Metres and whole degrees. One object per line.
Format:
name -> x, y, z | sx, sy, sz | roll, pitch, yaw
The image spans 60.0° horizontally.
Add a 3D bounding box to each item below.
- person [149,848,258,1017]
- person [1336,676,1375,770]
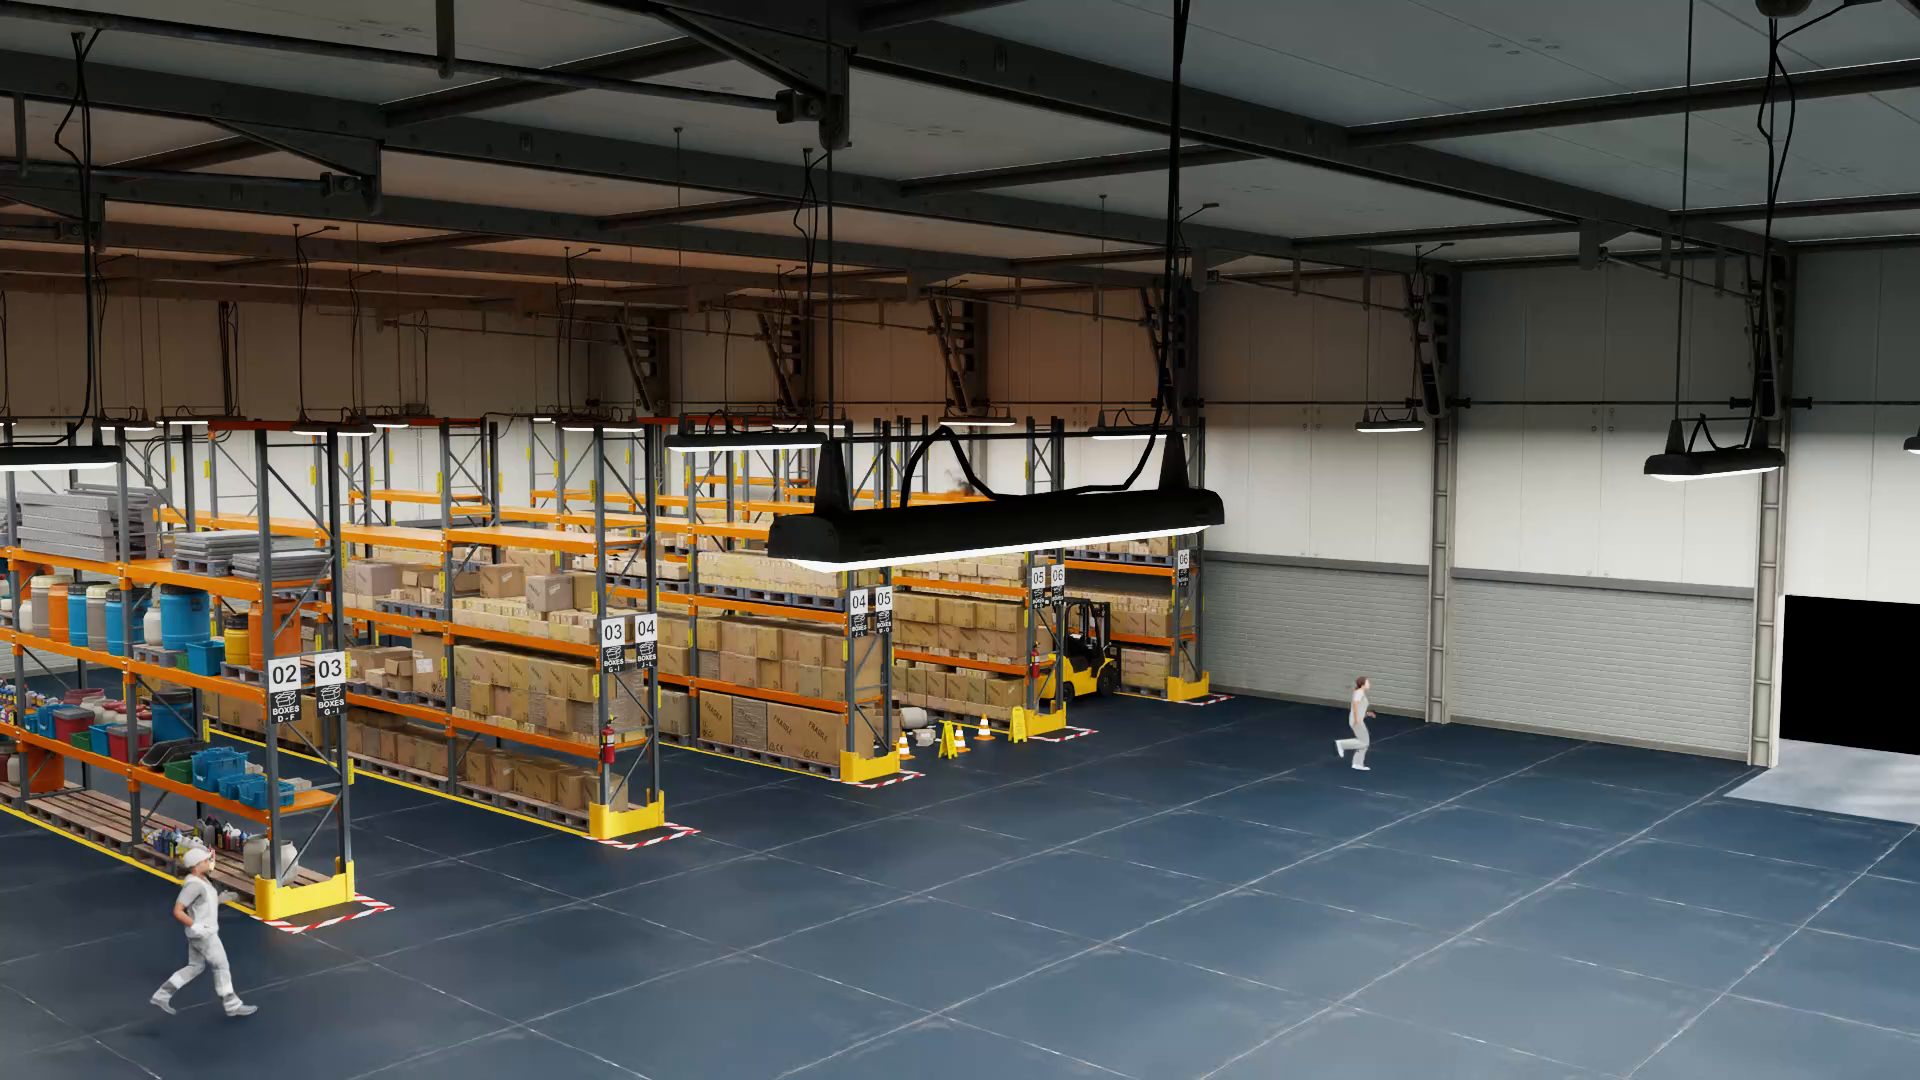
person -> -7.723, 4.004, 16.924 | 1.006, 1.765, 0.660 | -2, 5, -27
person -> 6.829, 3.163, 28.668 | 0.672, 1.624, 0.597 | 1, 5, 7
